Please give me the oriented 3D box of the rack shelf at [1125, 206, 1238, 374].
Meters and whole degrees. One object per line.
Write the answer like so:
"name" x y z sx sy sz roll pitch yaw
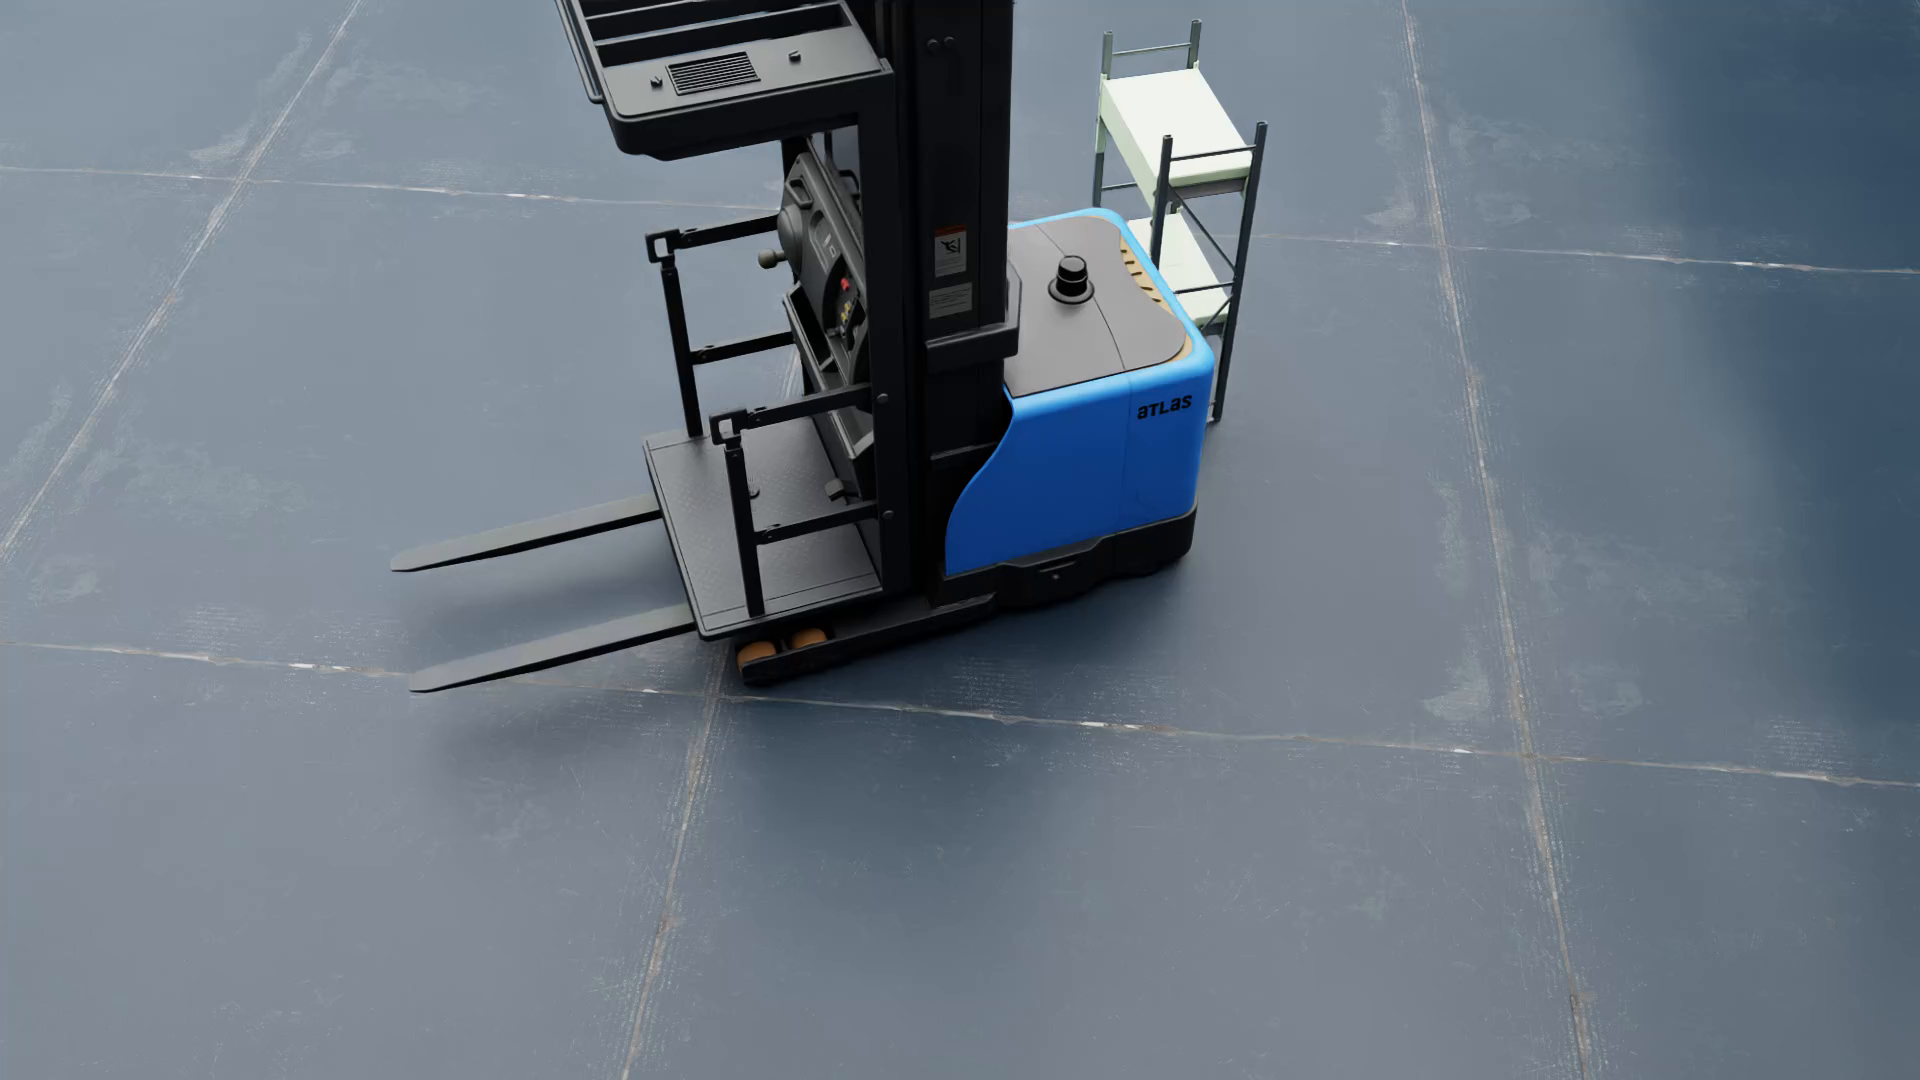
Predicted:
"rack shelf" 0.849 -1.040 7.127 0.431 0.370 0.720 -10 48 -9

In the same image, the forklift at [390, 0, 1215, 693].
"forklift" -0.648 -0.892 5.580 3.031 2.935 1.130 -14 49 -13

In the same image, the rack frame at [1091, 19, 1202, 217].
"rack frame" 0.762 -1.523 7.126 0.400 1.500 0.023 -10 48 -9

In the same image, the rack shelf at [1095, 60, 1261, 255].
"rack shelf" 0.849 -1.524 6.598 0.431 0.370 0.720 -10 48 -9

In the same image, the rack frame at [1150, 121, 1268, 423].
"rack frame" 0.936 -0.998 6.647 0.400 1.500 0.023 -10 48 -9

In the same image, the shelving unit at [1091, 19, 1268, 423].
"shelving unit" 0.849 -1.260 6.886 0.431 1.500 0.755 -10 48 -9
